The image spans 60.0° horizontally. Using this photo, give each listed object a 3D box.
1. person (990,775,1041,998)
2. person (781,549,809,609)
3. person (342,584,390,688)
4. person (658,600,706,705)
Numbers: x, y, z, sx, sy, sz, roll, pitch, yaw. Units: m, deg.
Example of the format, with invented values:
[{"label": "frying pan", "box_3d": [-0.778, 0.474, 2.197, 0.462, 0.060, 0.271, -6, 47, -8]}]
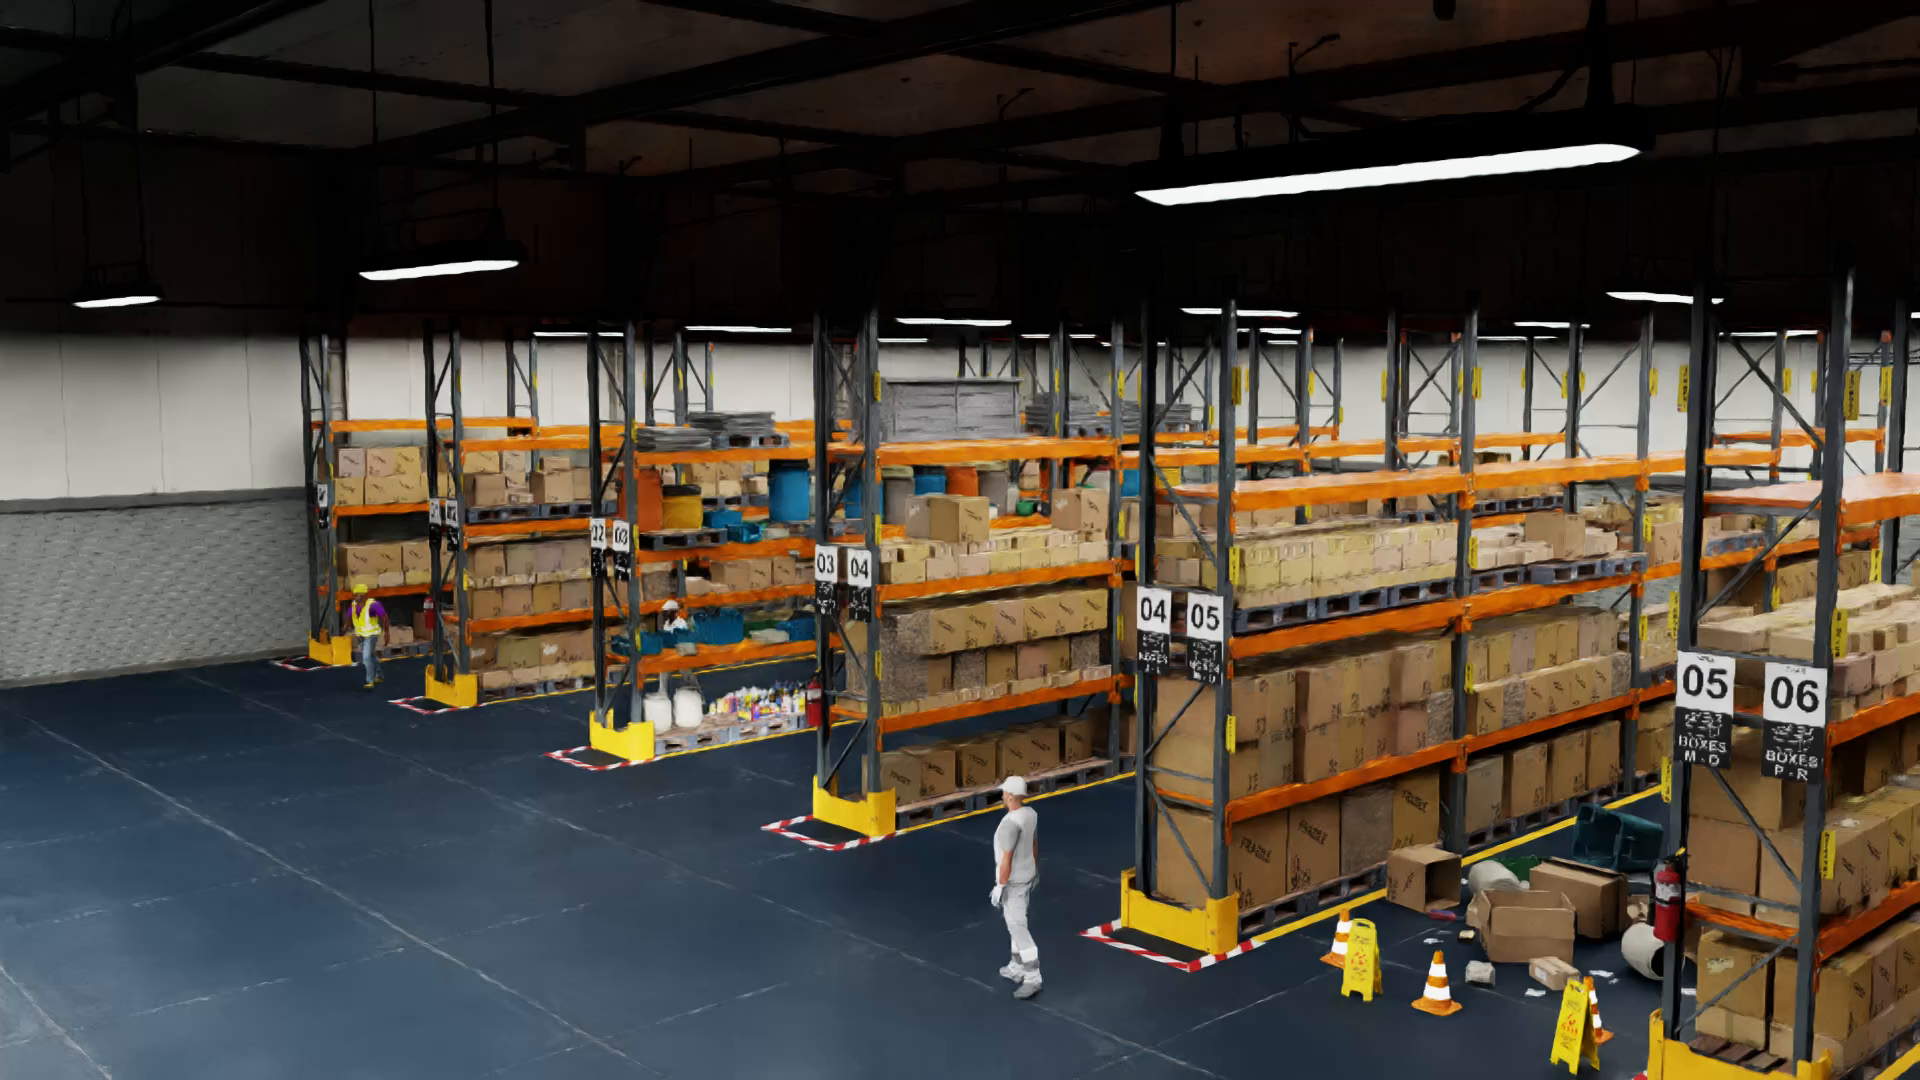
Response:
[{"label": "person", "box_3d": [0.495, 2.879, 13.965, 0.477, 1.788, 0.736, 2, 6, 18]}, {"label": "person", "box_3d": [-3.258, 1.025, 32.698, 0.572, 1.656, 0.545, -1, 6, -13]}, {"label": "person", "box_3d": [-9.732, 1.551, 27.318, 0.706, 1.698, 0.801, 3, 6, 27]}, {"label": "person", "box_3d": [-4.325, 1.760, 25.298, 1.043, 1.716, 0.589, -6, 8, -43]}]
